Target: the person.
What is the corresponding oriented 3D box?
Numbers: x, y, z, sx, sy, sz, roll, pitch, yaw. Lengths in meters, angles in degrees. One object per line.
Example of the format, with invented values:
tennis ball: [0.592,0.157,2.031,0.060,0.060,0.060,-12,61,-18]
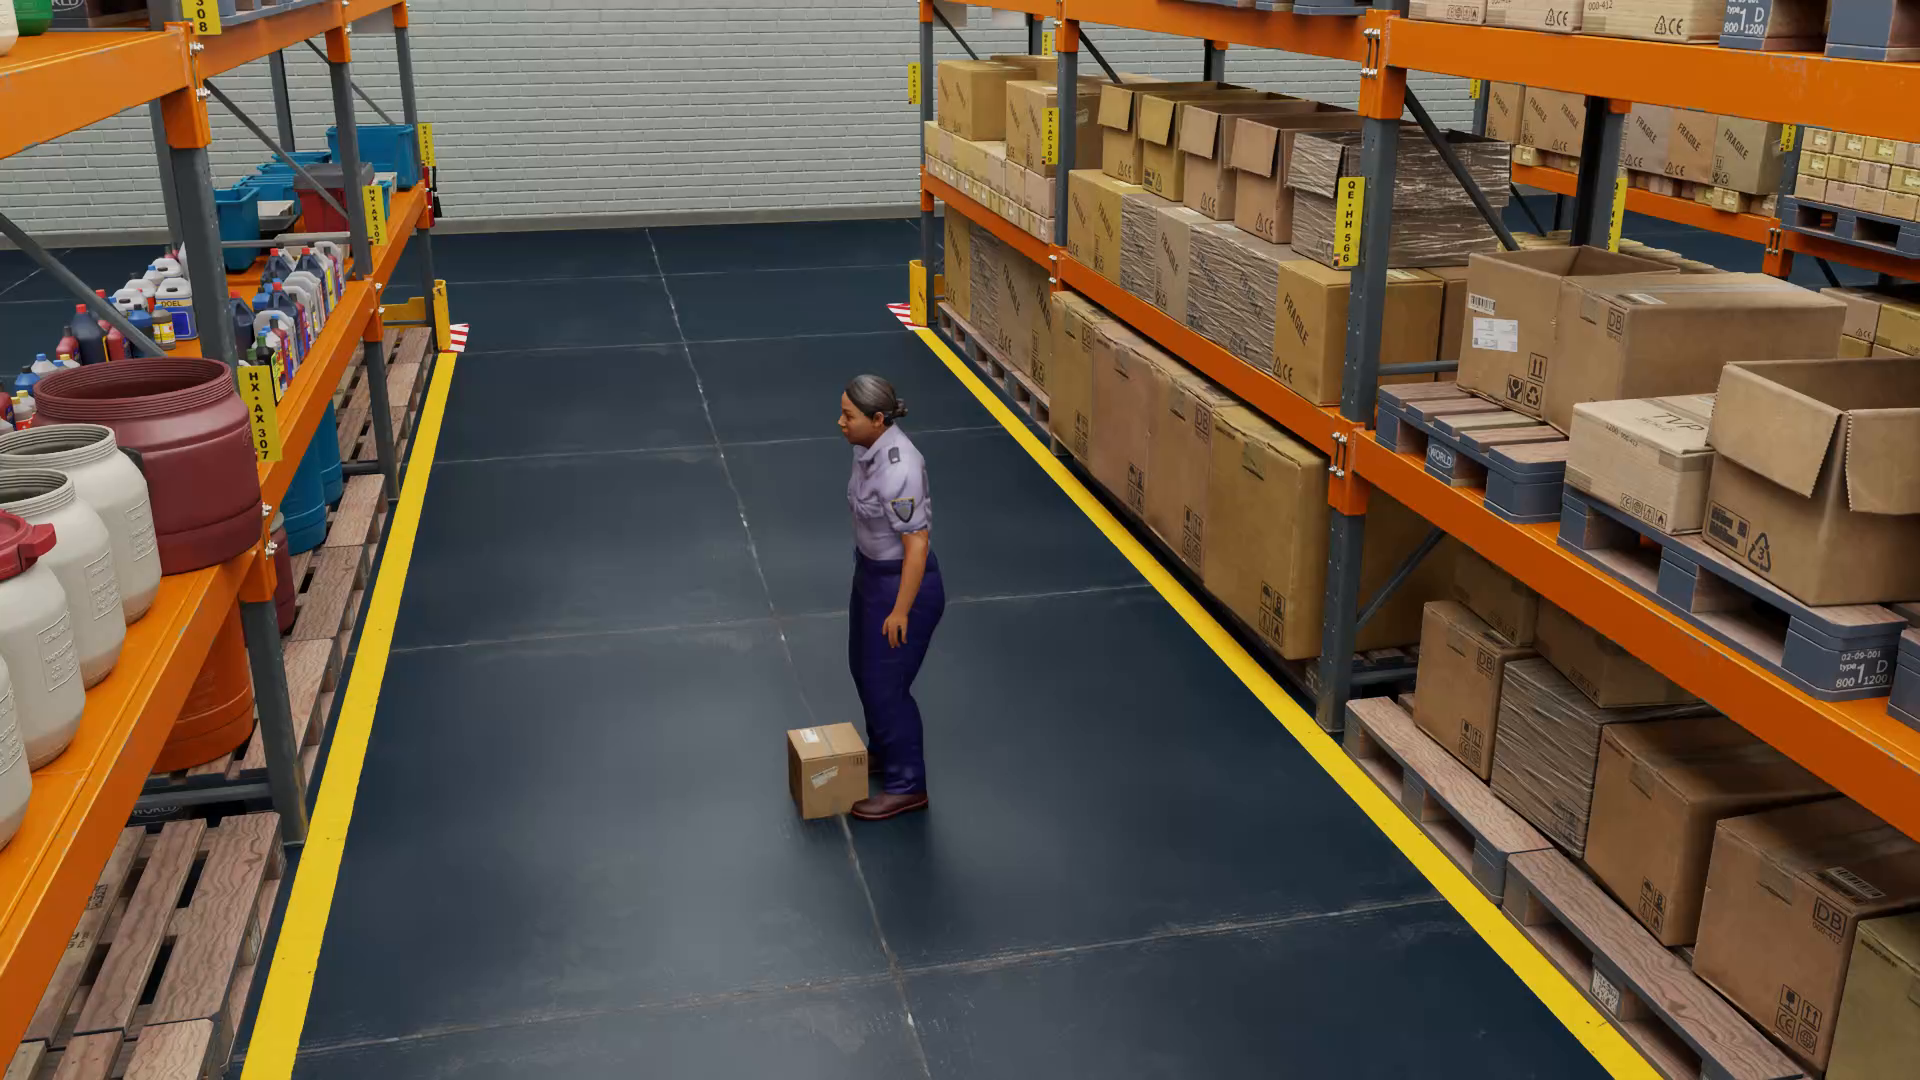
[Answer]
person: [-0.267,0.267,6.099,0.373,1.476,0.549,-6,21,-16]
